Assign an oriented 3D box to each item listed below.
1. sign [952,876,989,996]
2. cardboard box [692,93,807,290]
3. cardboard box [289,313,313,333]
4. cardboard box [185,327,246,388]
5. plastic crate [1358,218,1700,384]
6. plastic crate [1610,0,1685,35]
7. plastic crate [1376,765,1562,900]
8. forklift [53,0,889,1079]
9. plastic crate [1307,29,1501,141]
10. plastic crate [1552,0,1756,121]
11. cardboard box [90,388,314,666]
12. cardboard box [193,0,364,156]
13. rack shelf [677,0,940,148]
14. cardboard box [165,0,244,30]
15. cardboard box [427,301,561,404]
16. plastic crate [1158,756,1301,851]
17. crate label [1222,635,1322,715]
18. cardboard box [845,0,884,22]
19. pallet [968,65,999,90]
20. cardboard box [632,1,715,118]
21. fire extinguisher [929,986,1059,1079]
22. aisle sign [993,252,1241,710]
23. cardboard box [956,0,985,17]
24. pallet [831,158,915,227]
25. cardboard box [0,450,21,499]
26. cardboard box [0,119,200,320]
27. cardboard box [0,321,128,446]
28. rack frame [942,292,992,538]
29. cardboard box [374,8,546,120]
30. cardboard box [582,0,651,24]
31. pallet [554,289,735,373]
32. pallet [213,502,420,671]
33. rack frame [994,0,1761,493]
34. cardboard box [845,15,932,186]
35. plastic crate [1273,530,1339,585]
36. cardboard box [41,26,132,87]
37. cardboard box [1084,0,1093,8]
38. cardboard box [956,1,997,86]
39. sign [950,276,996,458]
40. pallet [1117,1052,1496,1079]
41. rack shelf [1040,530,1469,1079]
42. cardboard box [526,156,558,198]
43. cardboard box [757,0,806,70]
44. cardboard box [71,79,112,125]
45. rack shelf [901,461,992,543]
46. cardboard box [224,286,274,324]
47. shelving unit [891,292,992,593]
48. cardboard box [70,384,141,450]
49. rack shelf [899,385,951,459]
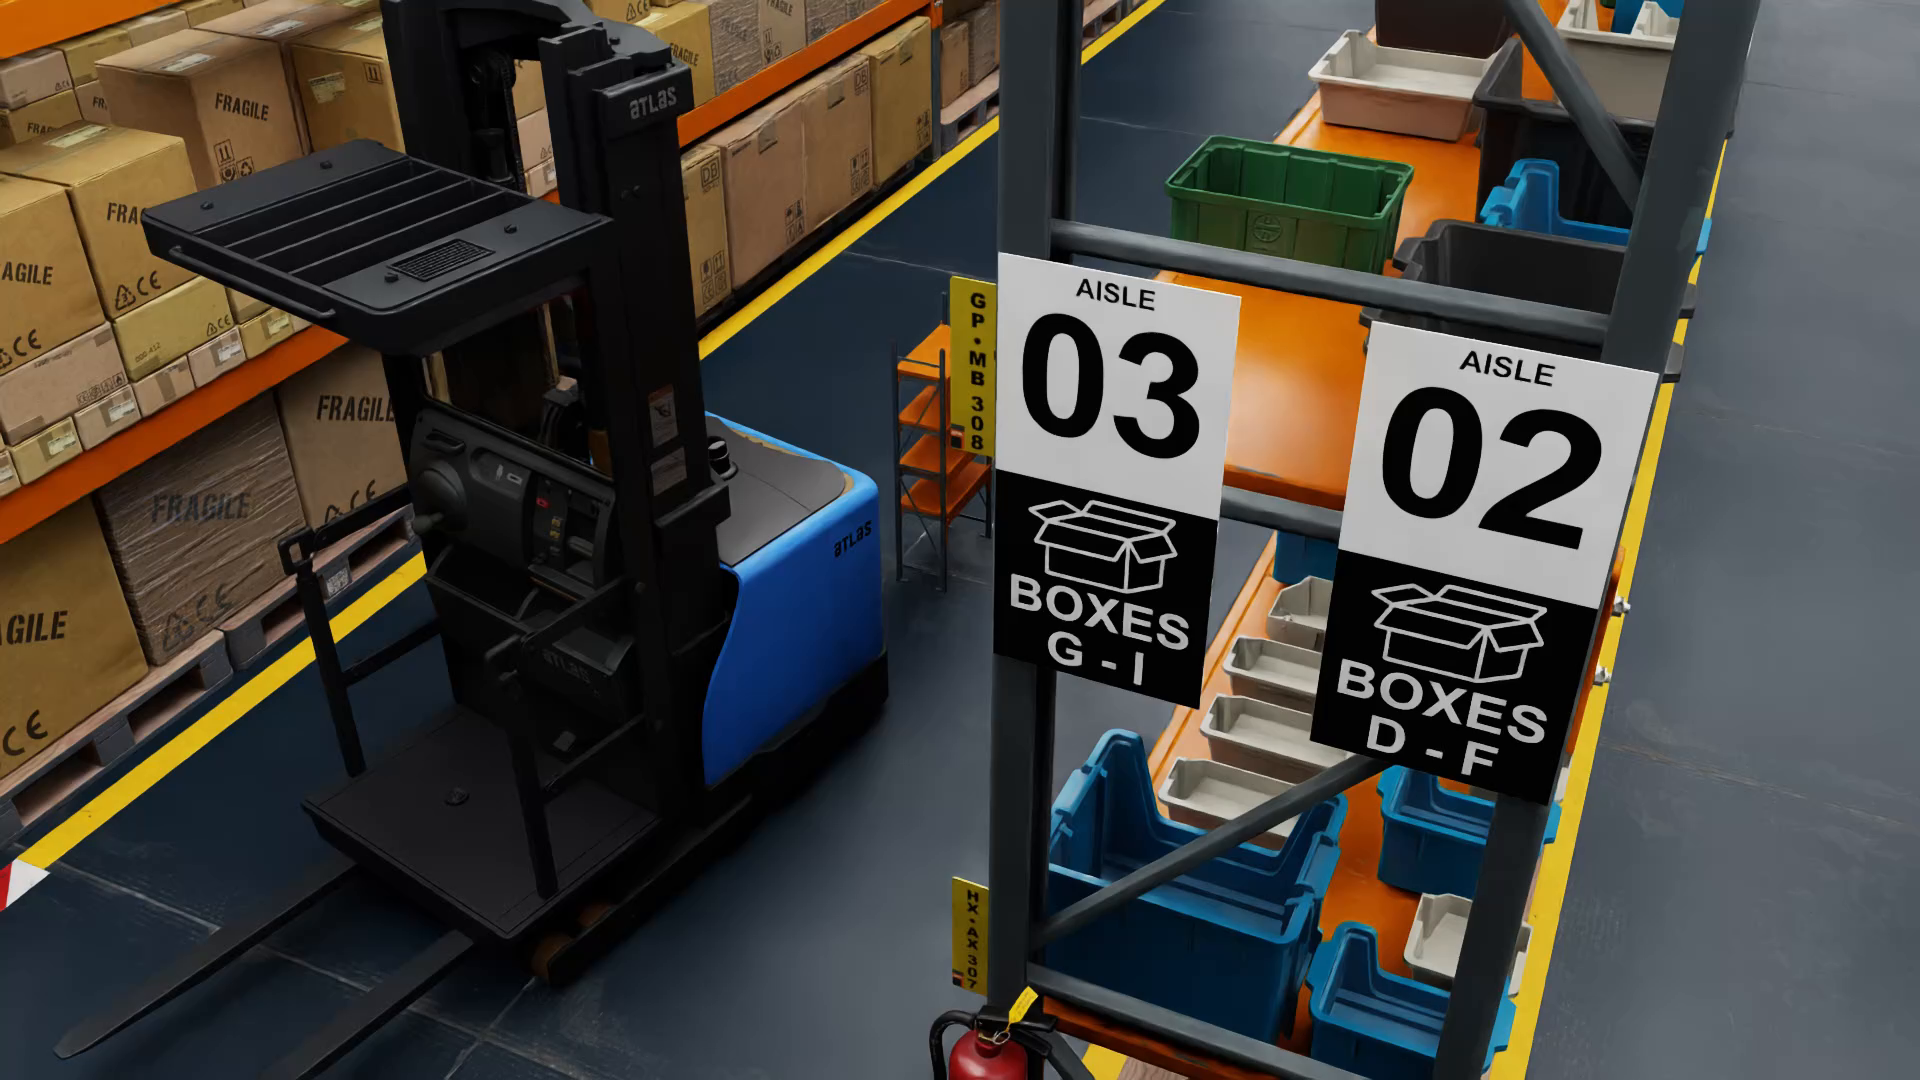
[{"bbox_3d":[0.030,0.854,3.563,0.100,0.325,0.005,14,36,20],"label":"sign"},{"bbox_3d":[-1.666,-2.143,9.838,1.225,0.875,0.875,13,35,19],"label":"cardboard box"},{"bbox_3d":[-2.764,-0.989,6.752,0.380,0.149,0.250,15,36,21],"label":"cardboard box"},{"bbox_3d":[-2.978,-0.733,6.361,0.380,0.149,0.250,14,36,20],"label":"cardboard box"},{"bbox_3d":[0.951,-0.287,2.836,0.497,0.269,0.590,14,36,20],"label":"plastic crate"},{"bbox_3d":[2.119,-1.609,4.886,0.416,0.233,0.300,14,36,20],"label":"plastic crate"},{"bbox_3d":[1.214,0.710,4.029,0.416,0.233,0.300,14,36,20],"label":"plastic crate"},{"bbox_3d":[-1.565,-0.063,5.173,1.130,2.935,3.031,22,39,30],"label":"forklift"},{"bbox_3d":[1.175,-1.189,4.333,0.437,0.136,0.530,14,36,20],"label":"plastic crate"},{"bbox_3d":[1.744,-1.197,4.213,0.437,0.282,0.530,14,36,20],"label":"plastic crate"},{"bbox_3d":[-3.386,-0.173,6.833,0.875,0.875,0.875,14,36,20],"label":"cardboard box"},{"bbox_3d":[-2.934,-2.040,7.307,0.500,0.500,0.500,14,36,20],"label":"cardboard box"},{"bbox_3d":[-1.452,-2.783,9.915,1.077,0.370,4.000,14,36,20],"label":"rack shelf"},{"bbox_3d":[-5.554,-3.808,12.034,0.500,0.250,0.500,15,36,22],"label":"cardboard box"},{"bbox_3d":[-2.638,-1.064,8.193,0.875,0.875,0.875,14,36,20],"label":"cardboard box"},{"bbox_3d":[0.713,0.678,4.166,0.396,0.136,0.243,14,36,20],"label":"plastic crate"},{"bbox_3d":[0.942,0.393,4.601,0.396,0.136,0.243,14,36,20],"label":"crate label"},{"bbox_3d":[-0.811,-3.572,10.371,0.500,0.500,0.500,14,36,20],"label":"cardboard box"},{"bbox_3d":[0.225,-3.908,13.518,1.003,0.211,1.213,14,36,20],"label":"pallet"},{"bbox_3d":[-1.660,-2.552,8.815,0.500,0.500,0.500,14,36,21],"label":"cardboard box"},{"bbox_3d":[0.060,1.200,3.595,0.296,0.674,0.183,14,36,20],"label":"fire extinguisher"},{"bbox_3d":[0.240,-0.078,2.762,0.394,0.787,0.004,14,36,20],"label":"aisle sign"},{"bbox_3d":[-0.150,-4.139,12.522,0.500,0.250,0.500,18,37,26],"label":"cardboard box"},{"bbox_3d":[-1.014,-2.538,11.429,1.003,0.211,1.213,14,36,20],"label":"pallet"},{"bbox_3d":[-3.408,-0.220,5.579,0.380,0.149,0.250,14,36,20],"label":"cardboard box"},{"bbox_3d":[-3.096,-1.156,5.960,0.500,0.500,0.500,13,35,19],"label":"cardboard box"},{"bbox_3d":[-3.305,-0.595,5.787,0.500,0.250,0.500,14,36,20],"label":"cardboard box"},{"bbox_3d":[0.033,-0.541,7.481,0.240,1.200,0.015,14,36,20],"label":"rack frame"},{"bbox_3d":[-2.238,-2.173,7.510,0.500,0.500,0.500,15,36,22],"label":"cardboard box"},{"bbox_3d":[-2.029,-2.869,8.384,0.797,0.503,0.637,13,36,19],"label":"cardboard box"},{"bbox_3d":[-2.034,-1.323,9.575,1.003,0.211,1.213,14,36,20],"label":"pallet"},{"bbox_3d":[-3.187,0.049,7.483,1.003,0.211,1.213,14,36,20],"label":"pallet"},{"bbox_3d":[0.536,-1.468,1.782,1.000,3.000,0.127,14,36,20],"label":"rack frame"},{"bbox_3d":[-0.923,-3.028,11.187,1.225,0.875,0.875,13,35,18],"label":"cardboard box"},{"bbox_3d":[1.163,0.004,5.106,0.416,0.233,0.300,14,36,20],"label":"plastic crate"},{"bbox_3d":[-5.982,-3.293,11.249,0.500,0.250,0.500,15,36,22],"label":"cardboard box"},{"bbox_3d":[0.782,-4.910,14.381,0.700,0.500,0.500,11,35,17],"label":"cardboard box"},{"bbox_3d":[-0.133,-3.836,12.743,0.700,0.500,0.500,11,35,17],"label":"cardboard box"},{"bbox_3d":[0.030,-0.288,2.814,0.100,0.325,0.005,14,36,20],"label":"sign"},{"bbox_3d":[0.917,1.805,4.805,1.003,0.211,1.213,14,36,20],"label":"pallet"},{"bbox_3d":[1.373,0.345,5.144,1.077,0.370,4.000,14,36,20],"label":"rack shelf"},{"bbox_3d":[-2.119,-1.756,7.921,0.380,0.149,0.250,14,36,21],"label":"cardboard box"},{"bbox_3d":[-1.239,-3.060,9.589,0.500,0.500,0.500,15,36,21],"label":"cardboard box"},{"bbox_3d":[-5.982,-2.977,11.452,0.500,0.500,0.500,16,36,23],"label":"cardboard box"},{"bbox_3d":[-0.069,-0.197,7.441,0.258,0.148,0.480,14,36,20],"label":"rack shelf"},{"bbox_3d":[-2.878,-1.105,6.566,0.500,0.250,0.500,13,36,20],"label":"cardboard box"},{"bbox_3d":[-0.069,-0.419,7.295,0.258,1.200,0.503,14,36,20],"label":"shelving unit"},{"bbox_3d":[-3.193,-0.477,5.972,0.380,0.149,0.250,14,36,20],"label":"cardboard box"},{"bbox_3d":[-0.069,-0.550,7.210,0.258,0.148,0.480,14,36,20],"label":"rack shelf"}]
